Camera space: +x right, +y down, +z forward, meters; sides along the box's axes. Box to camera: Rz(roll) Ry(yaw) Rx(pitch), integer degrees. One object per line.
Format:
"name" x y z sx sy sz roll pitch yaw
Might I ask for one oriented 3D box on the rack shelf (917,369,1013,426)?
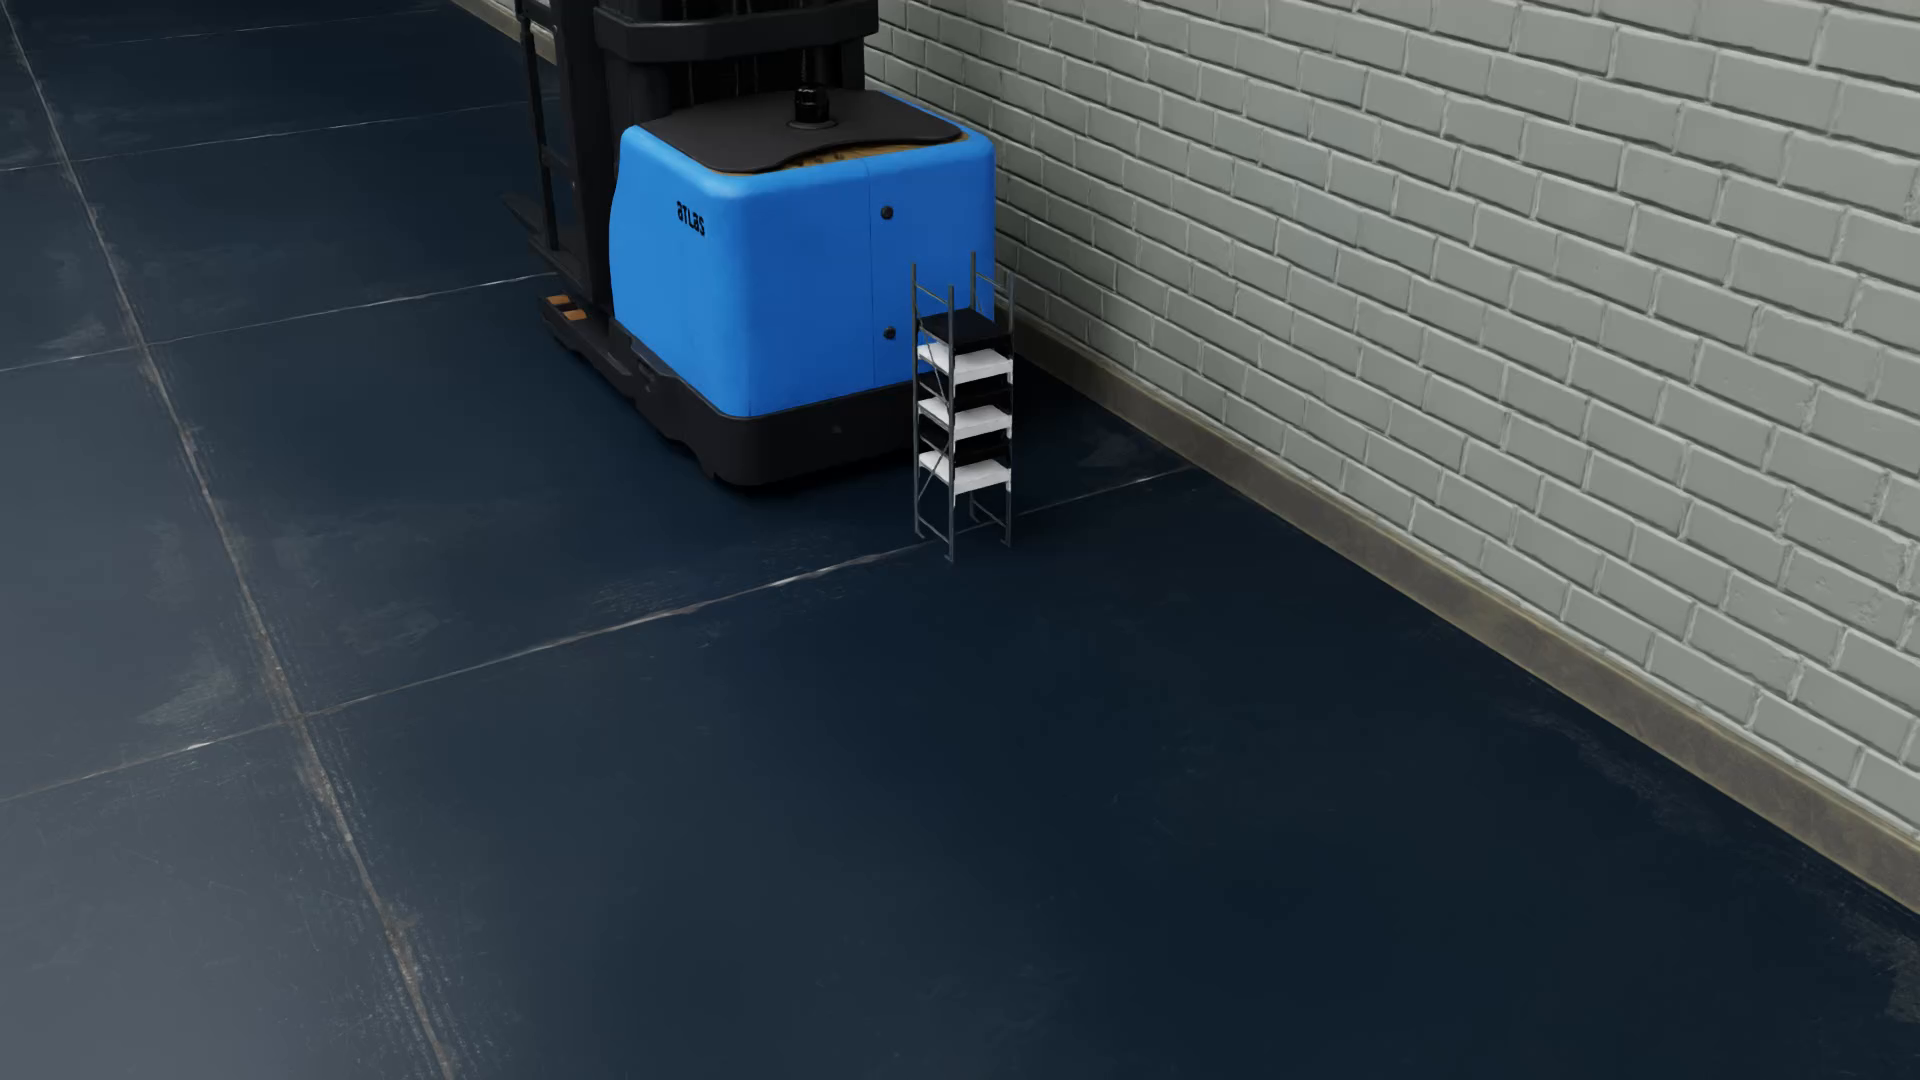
"rack shelf" 0.007 -0.446 5.009 0.200 0.077 0.258 -16 33 -26

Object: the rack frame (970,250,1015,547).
"rack frame" 0.095 -0.421 5.081 0.006 0.900 0.240 -16 33 -26

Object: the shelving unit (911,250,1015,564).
"shelving unit" 0.007 -0.396 5.036 0.210 0.900 0.258 -16 33 -26

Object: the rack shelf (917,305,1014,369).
"rack shelf" 0.007 -0.603 4.922 0.200 0.077 0.258 -16 33 -26

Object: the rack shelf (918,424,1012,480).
"rack shelf" 0.007 -0.288 5.096 0.200 0.077 0.258 -16 33 -26

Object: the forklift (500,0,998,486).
"forklift" -1.053 -2.135 6.085 1.130 2.935 3.031 -16 33 -27

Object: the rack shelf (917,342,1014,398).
"rack shelf" 0.007 -0.524 4.965 0.200 0.077 0.258 -16 33 -26

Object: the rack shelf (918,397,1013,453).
"rack shelf" 0.007 -0.367 5.052 0.200 0.077 0.258 -16 33 -26

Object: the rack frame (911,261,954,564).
"rack frame" -0.081 -0.371 4.991 0.006 0.900 0.240 -16 33 -26

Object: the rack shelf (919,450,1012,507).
"rack shelf" 0.007 -0.209 5.139 0.200 0.077 0.258 -16 33 -26
